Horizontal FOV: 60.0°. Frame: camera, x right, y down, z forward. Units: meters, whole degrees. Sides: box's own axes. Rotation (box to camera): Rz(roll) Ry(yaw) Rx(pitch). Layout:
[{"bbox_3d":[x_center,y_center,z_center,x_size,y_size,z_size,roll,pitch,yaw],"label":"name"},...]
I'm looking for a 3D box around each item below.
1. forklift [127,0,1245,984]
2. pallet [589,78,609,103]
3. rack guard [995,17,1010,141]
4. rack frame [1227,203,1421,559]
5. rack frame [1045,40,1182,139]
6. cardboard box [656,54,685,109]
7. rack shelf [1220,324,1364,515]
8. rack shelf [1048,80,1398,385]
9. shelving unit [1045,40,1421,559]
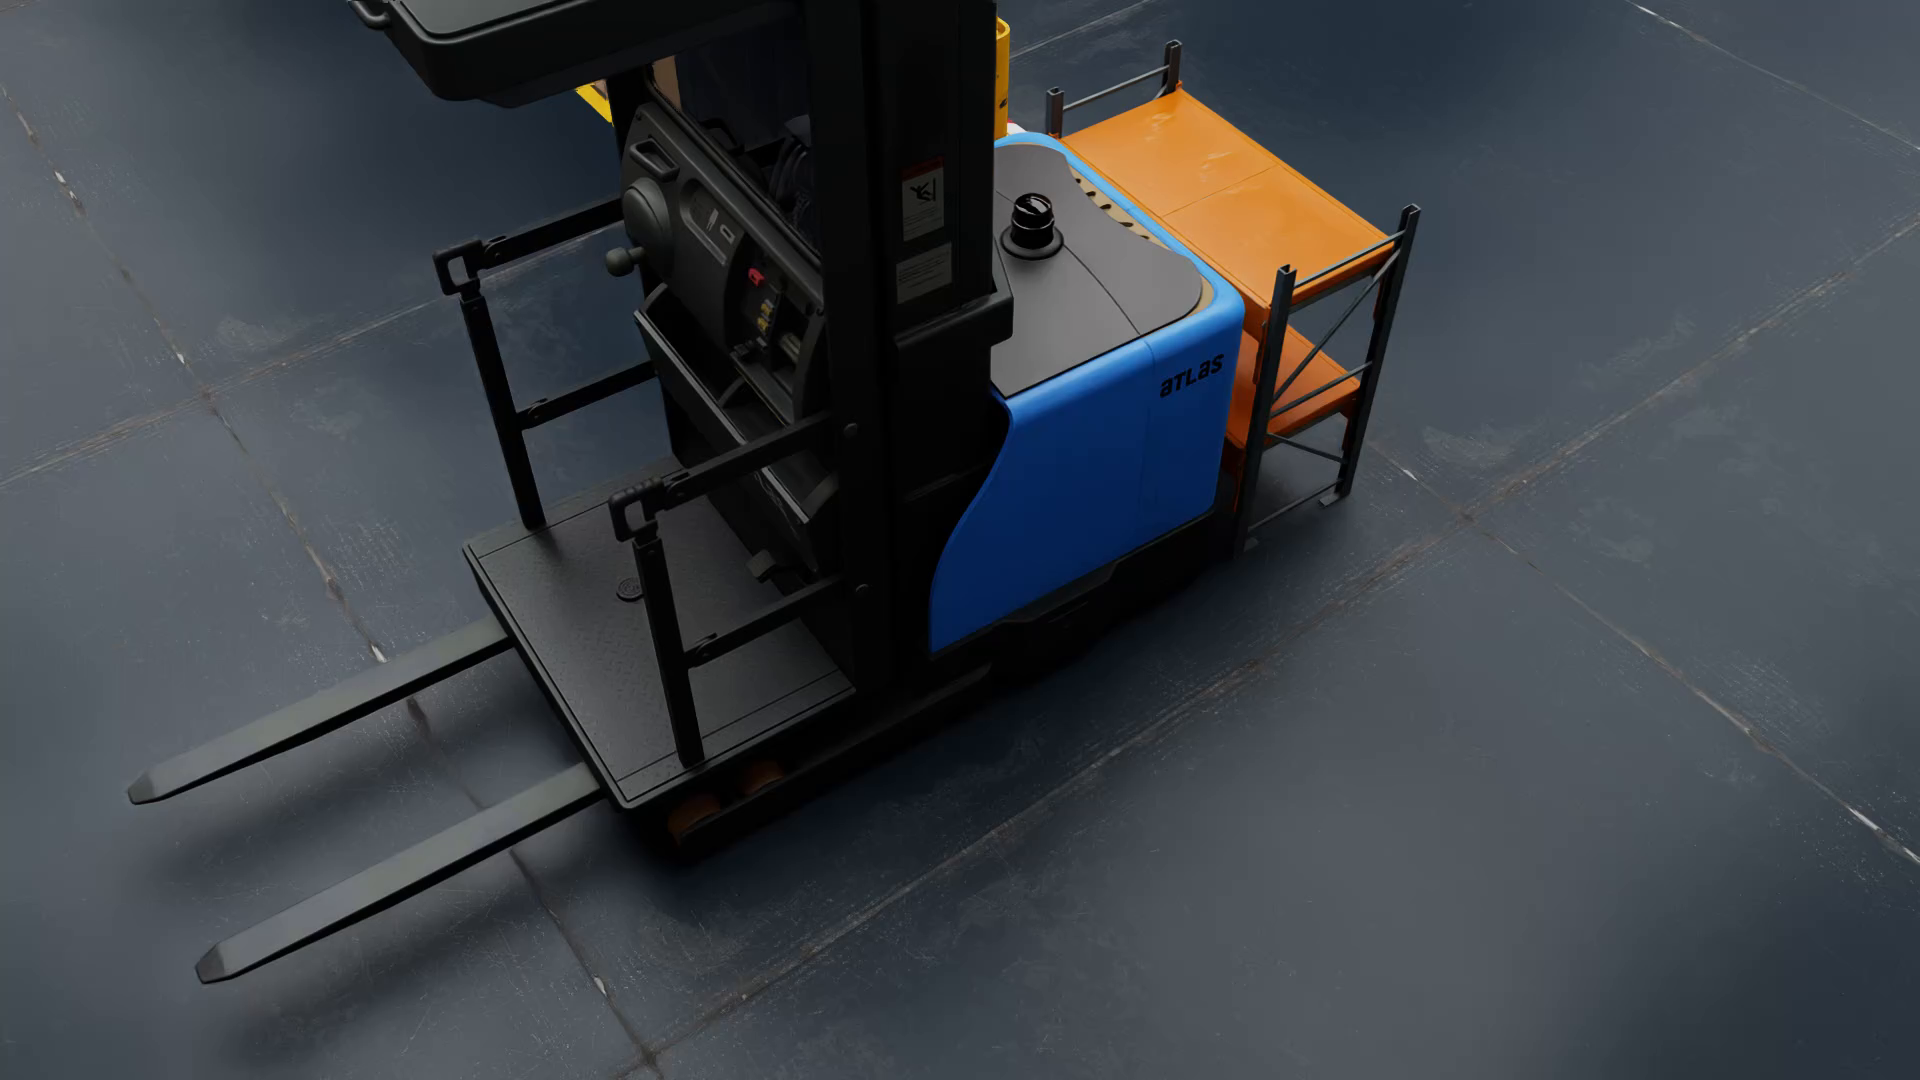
[{"bbox_3d":[-0.738,-0.595,3.811,3.031,2.935,1.130,-26,53,-22],"label":"forklift"},{"bbox_3d":[-0.914,-1.965,6.889,1.003,0.211,1.213,-29,54,-24],"label":"pallet"},{"bbox_3d":[-0.353,-1.612,6.374,1.175,0.500,0.348,-29,54,-24],"label":"rack guard"},{"bbox_3d":[1.050,-0.434,4.884,0.500,1.125,0.032,-27,53,-22],"label":"rack frame"},{"bbox_3d":[0.471,-1.053,5.445,0.500,1.125,0.032,-27,53,-22],"label":"rack frame"},{"bbox_3d":[-0.847,-2.090,6.566,0.875,0.438,0.875,-31,55,-25],"label":"cardboard box"},{"bbox_3d":[0.761,-0.579,5.346,0.538,0.278,1.000,-27,53,-22],"label":"rack shelf"},{"bbox_3d":[0.761,-0.940,4.948,0.538,0.278,1.000,-27,53,-22],"label":"rack shelf"},{"bbox_3d":[0.761,-0.743,5.164,0.538,1.125,1.048,-27,53,-22],"label":"shelving unit"}]
